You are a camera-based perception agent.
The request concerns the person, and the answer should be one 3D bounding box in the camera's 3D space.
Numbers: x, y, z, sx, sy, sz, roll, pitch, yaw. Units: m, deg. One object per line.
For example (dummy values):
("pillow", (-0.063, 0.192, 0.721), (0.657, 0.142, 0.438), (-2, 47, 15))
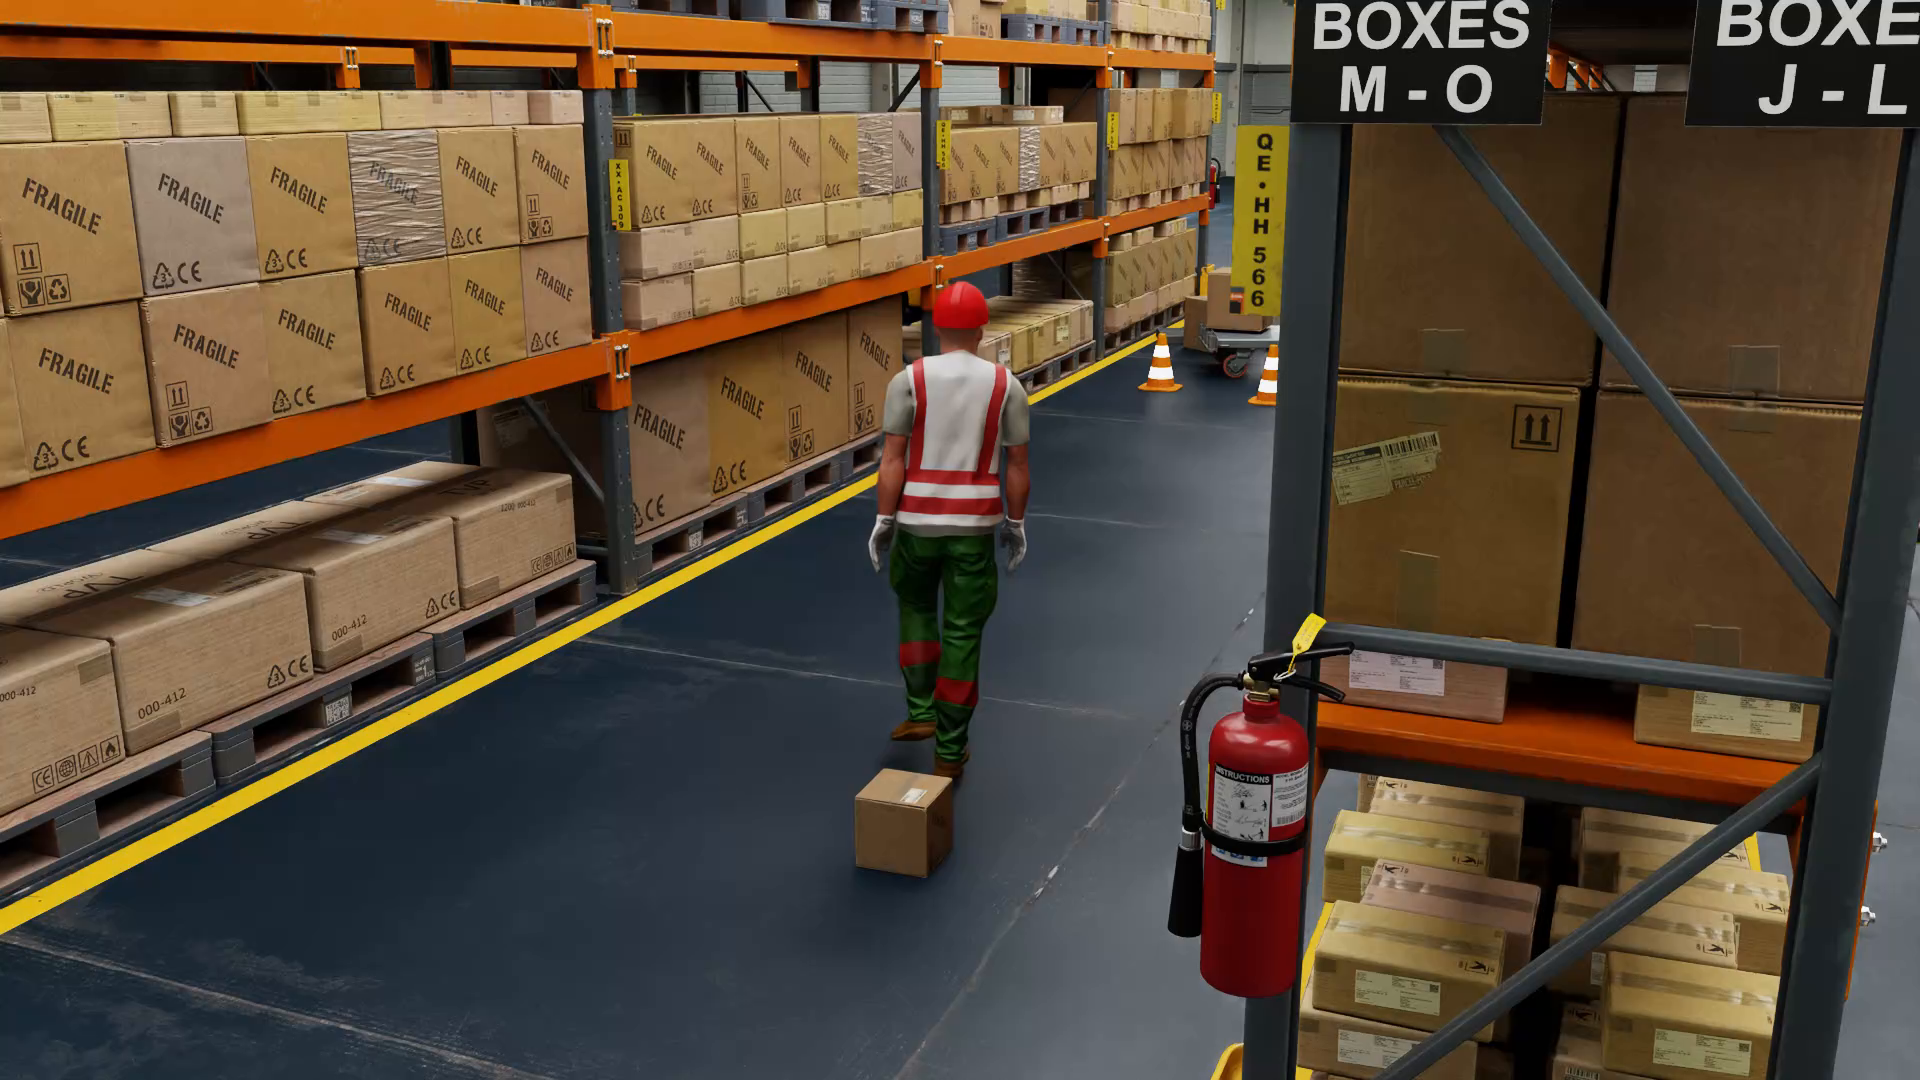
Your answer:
("person", (-0.035, -0.038, 6.068), (0.579, 1.780, 0.535), (1, 15, 2))
